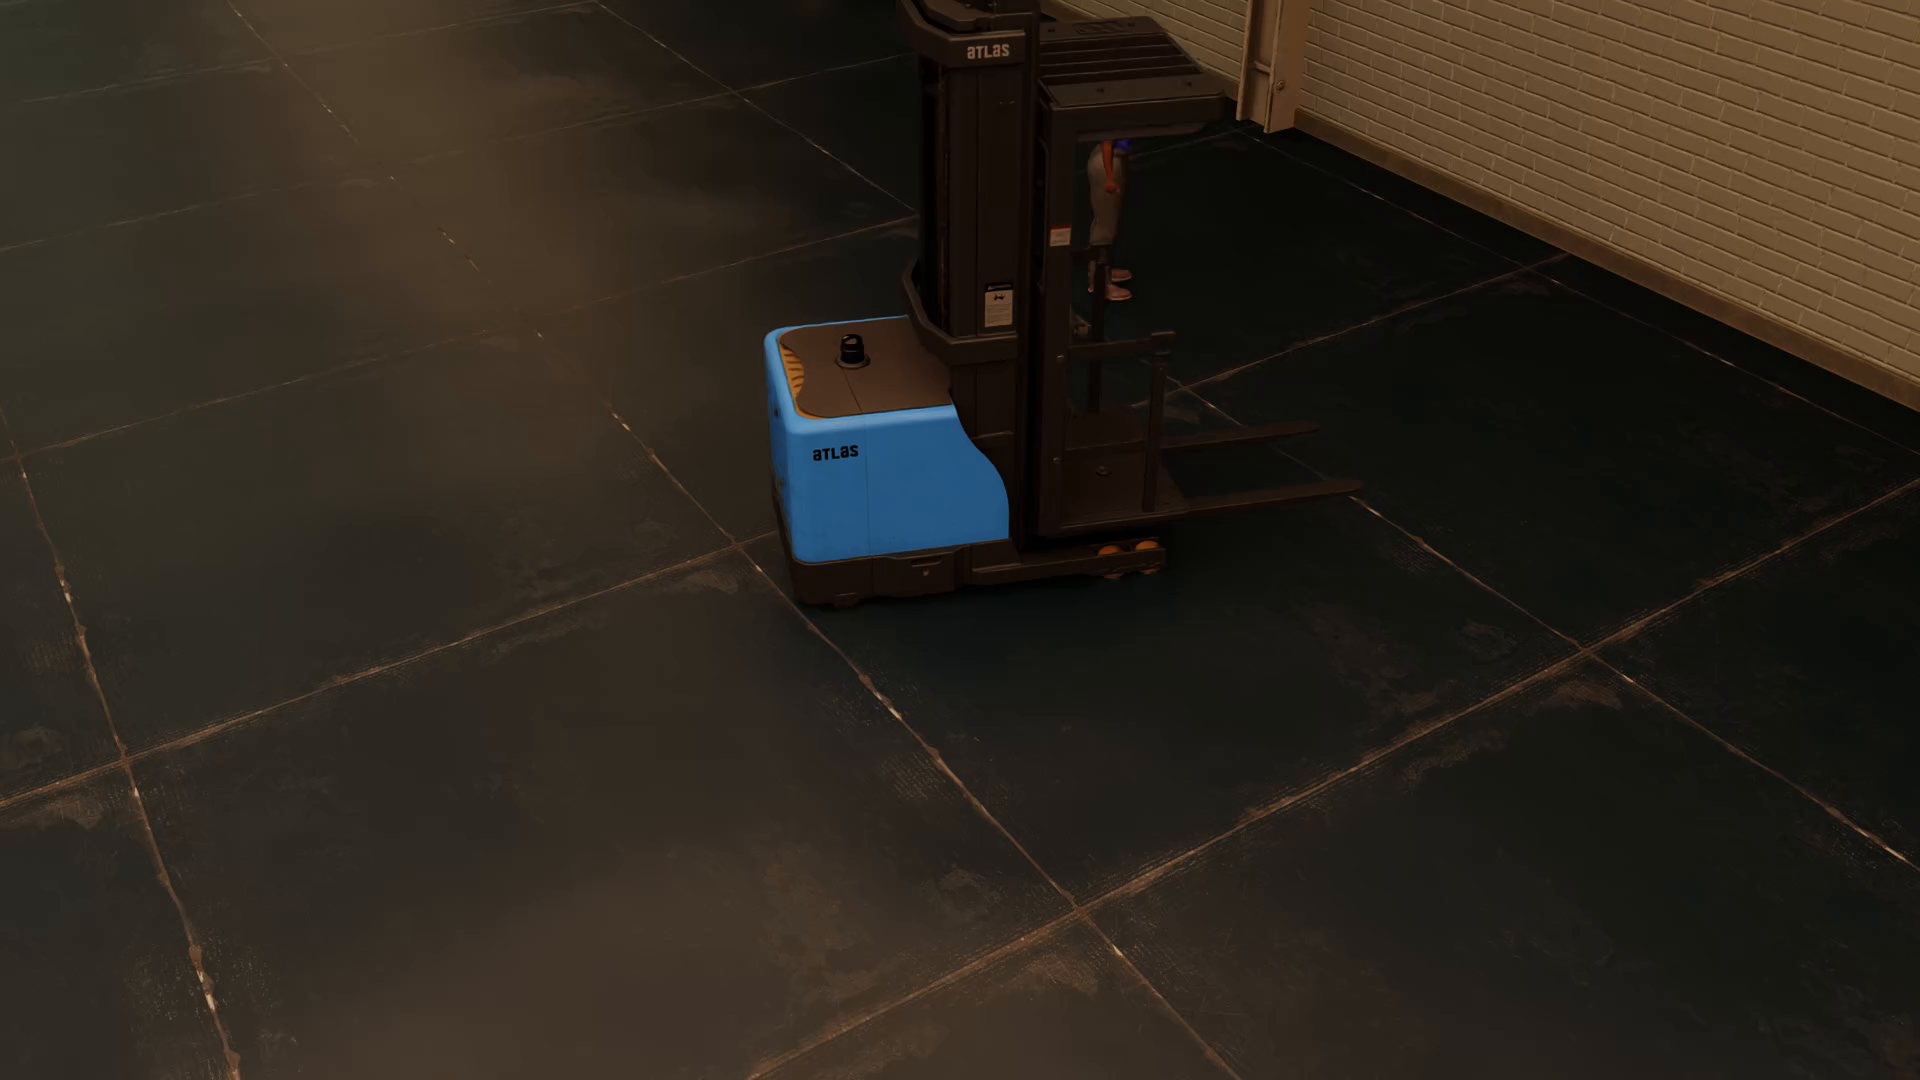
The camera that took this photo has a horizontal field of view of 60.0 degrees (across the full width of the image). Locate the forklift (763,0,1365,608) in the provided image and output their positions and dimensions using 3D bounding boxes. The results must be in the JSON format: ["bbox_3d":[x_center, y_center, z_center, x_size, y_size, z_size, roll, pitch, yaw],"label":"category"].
[{"bbox_3d":[0.572,-1.294,7.990,3.031,2.935,1.130,-7,36,-10],"label":"forklift"}]

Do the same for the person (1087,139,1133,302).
[{"bbox_3d":[0.988,-2.378,10.644,0.339,1.660,0.453,5,35,7],"label":"person"}]
